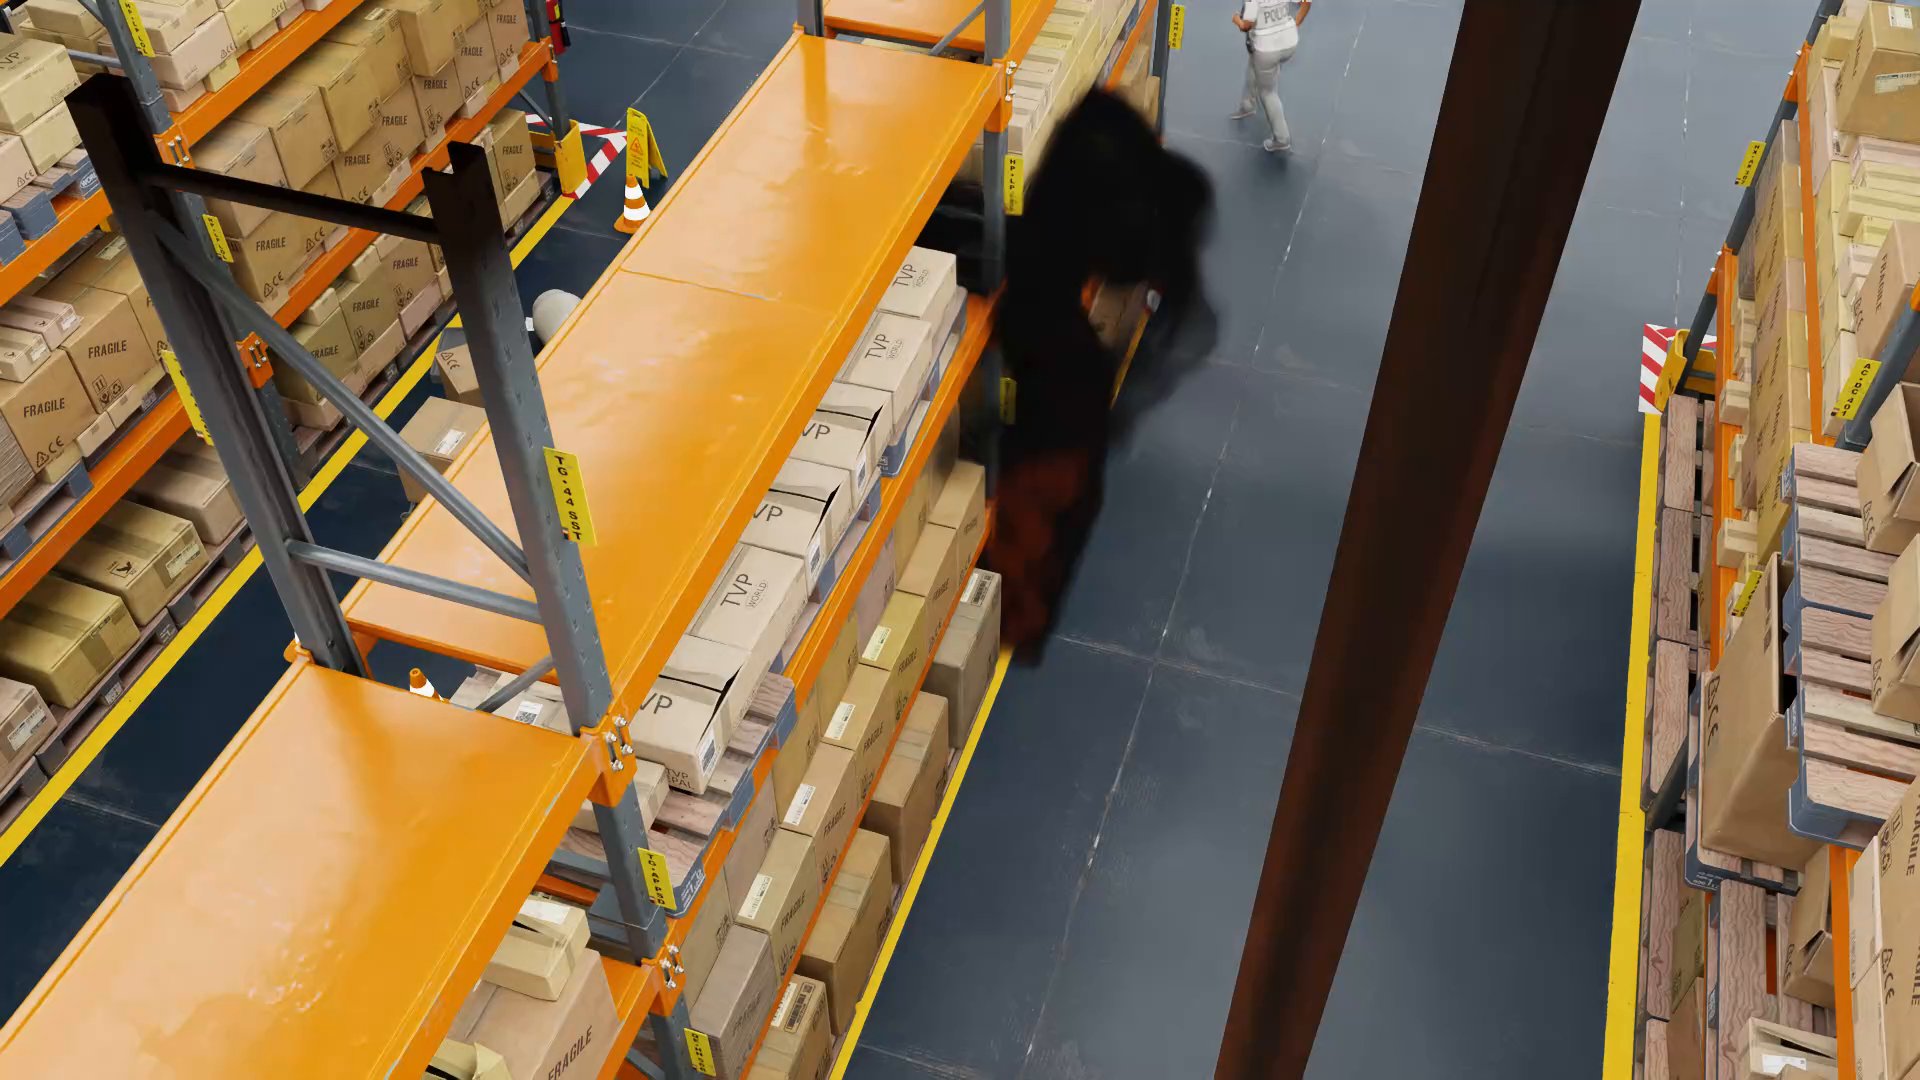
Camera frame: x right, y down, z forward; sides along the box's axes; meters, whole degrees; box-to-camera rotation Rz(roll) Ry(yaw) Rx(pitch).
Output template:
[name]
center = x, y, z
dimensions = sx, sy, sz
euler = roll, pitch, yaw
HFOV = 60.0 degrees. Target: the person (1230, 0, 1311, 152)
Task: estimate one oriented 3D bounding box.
[person]
center = 2.634, -4.087, 14.018
dimensions = 0.600, 1.667, 0.892
euler = -25, 51, -23
